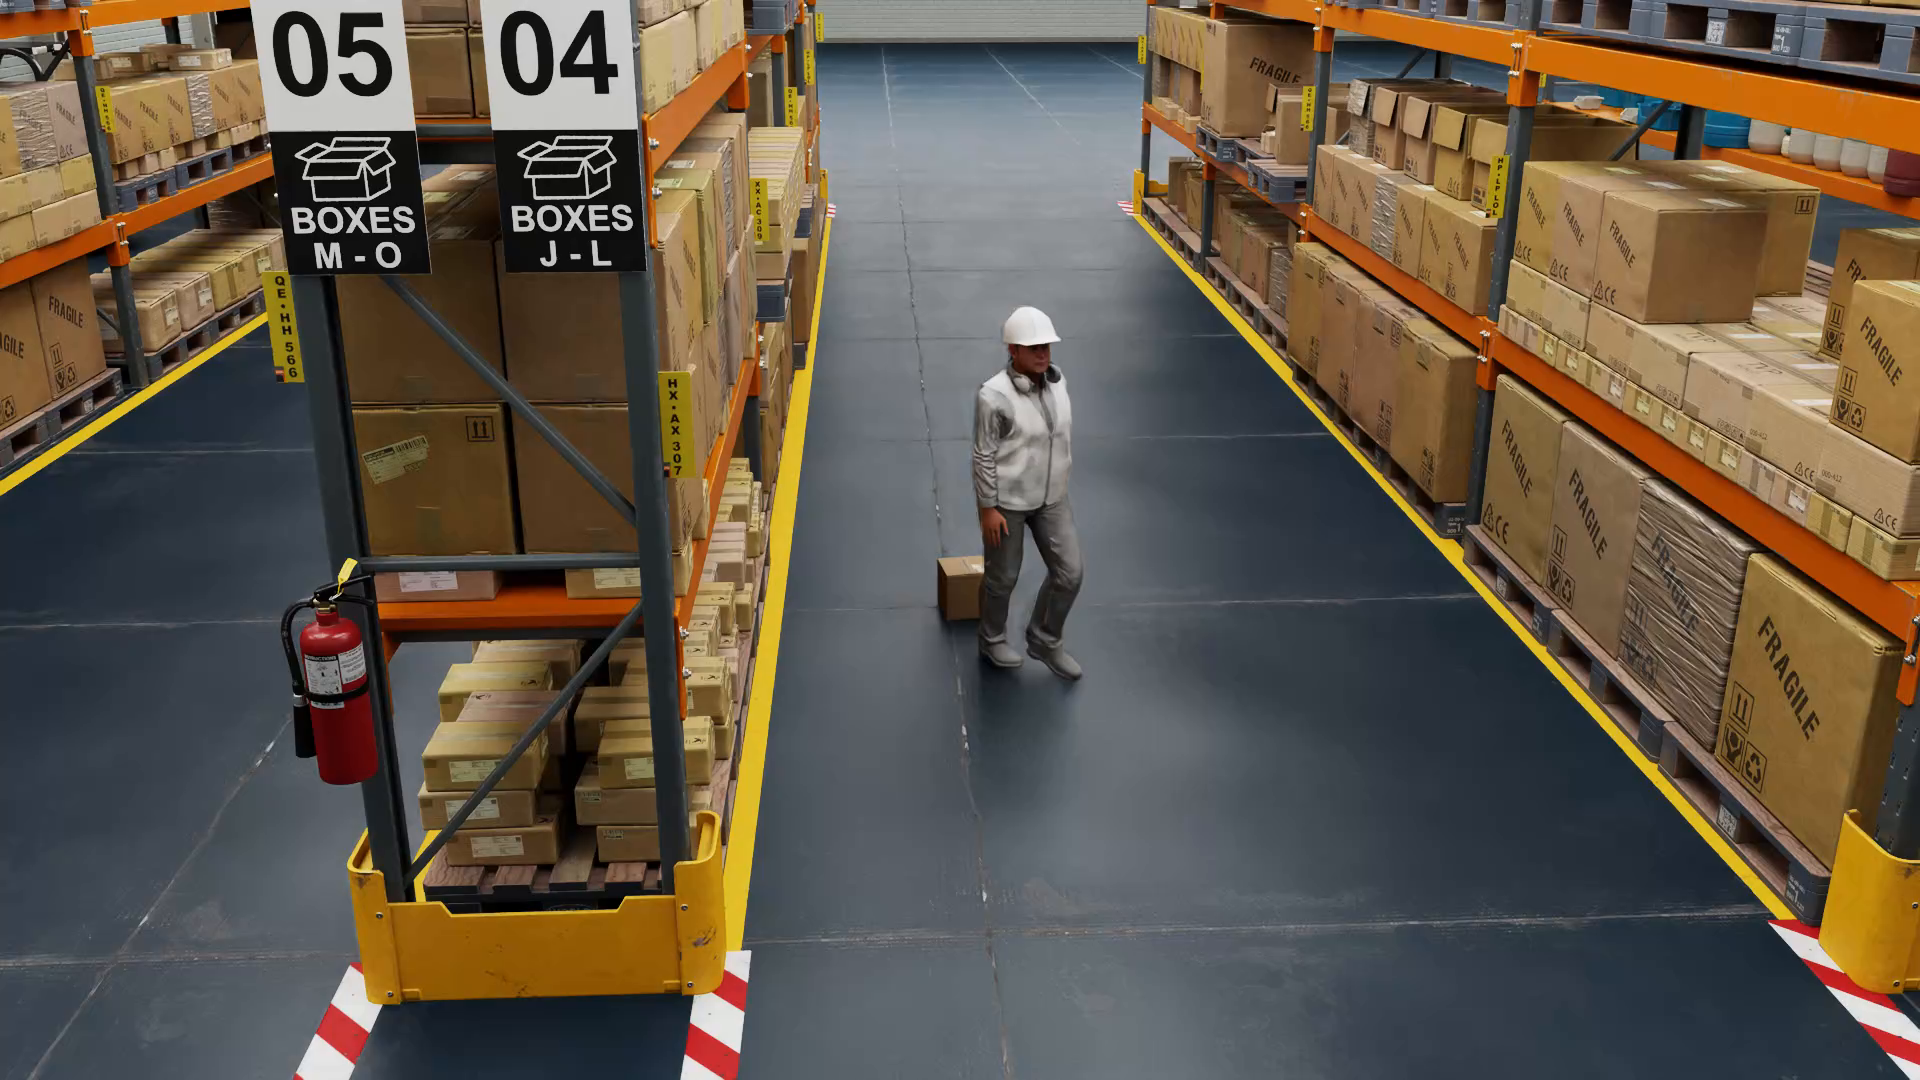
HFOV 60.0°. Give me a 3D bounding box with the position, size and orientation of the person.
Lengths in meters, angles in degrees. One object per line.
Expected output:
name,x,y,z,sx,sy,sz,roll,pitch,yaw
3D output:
person,0.259,-0.199,7.577,0.563,1.787,0.556,-13,24,-32
